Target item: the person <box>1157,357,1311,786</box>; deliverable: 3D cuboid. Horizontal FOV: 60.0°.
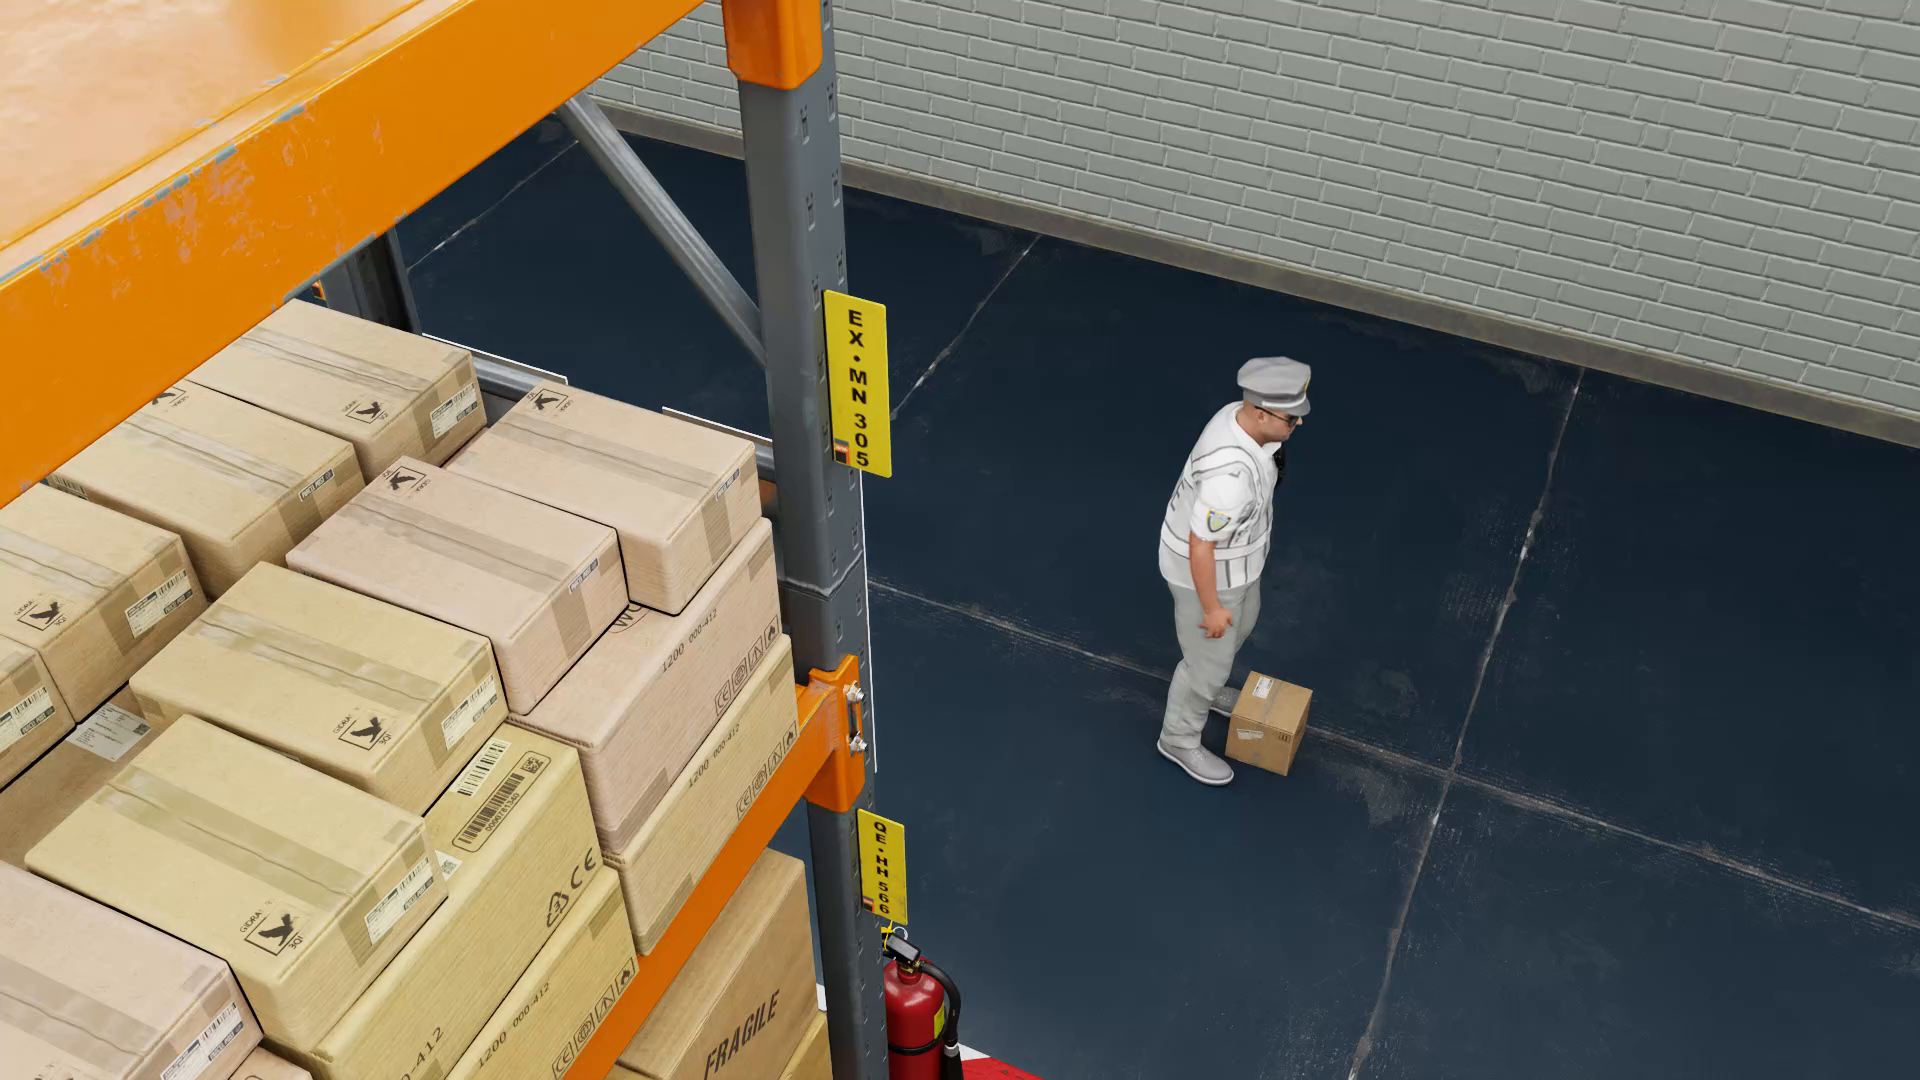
[{"bbox_3d":[0.954,0.080,6.064,0.434,1.748,0.594,16,44,18],"label":"person"}]
